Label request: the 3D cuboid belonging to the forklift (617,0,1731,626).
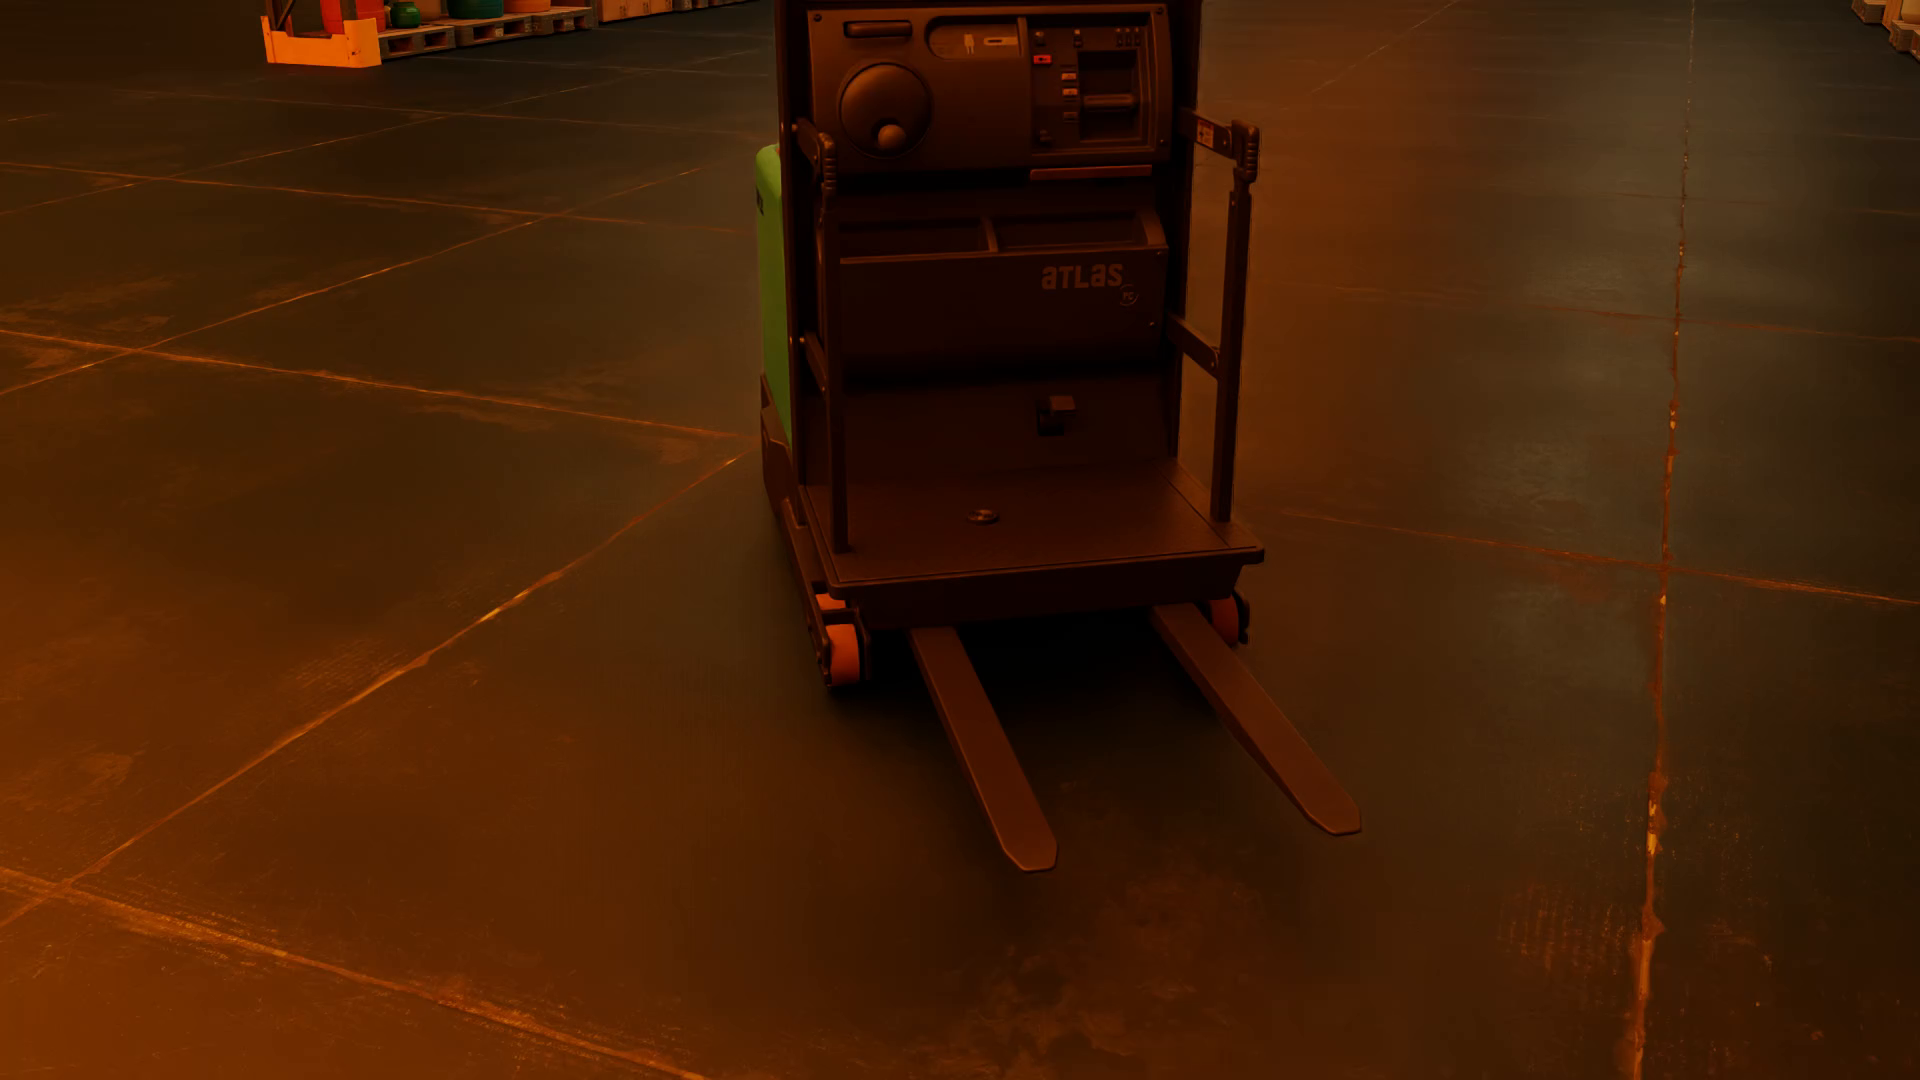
[{"bbox_3d":[0.624,-1.339,4.495,3.031,2.935,1.130,3,23,7],"label":"forklift"}]
